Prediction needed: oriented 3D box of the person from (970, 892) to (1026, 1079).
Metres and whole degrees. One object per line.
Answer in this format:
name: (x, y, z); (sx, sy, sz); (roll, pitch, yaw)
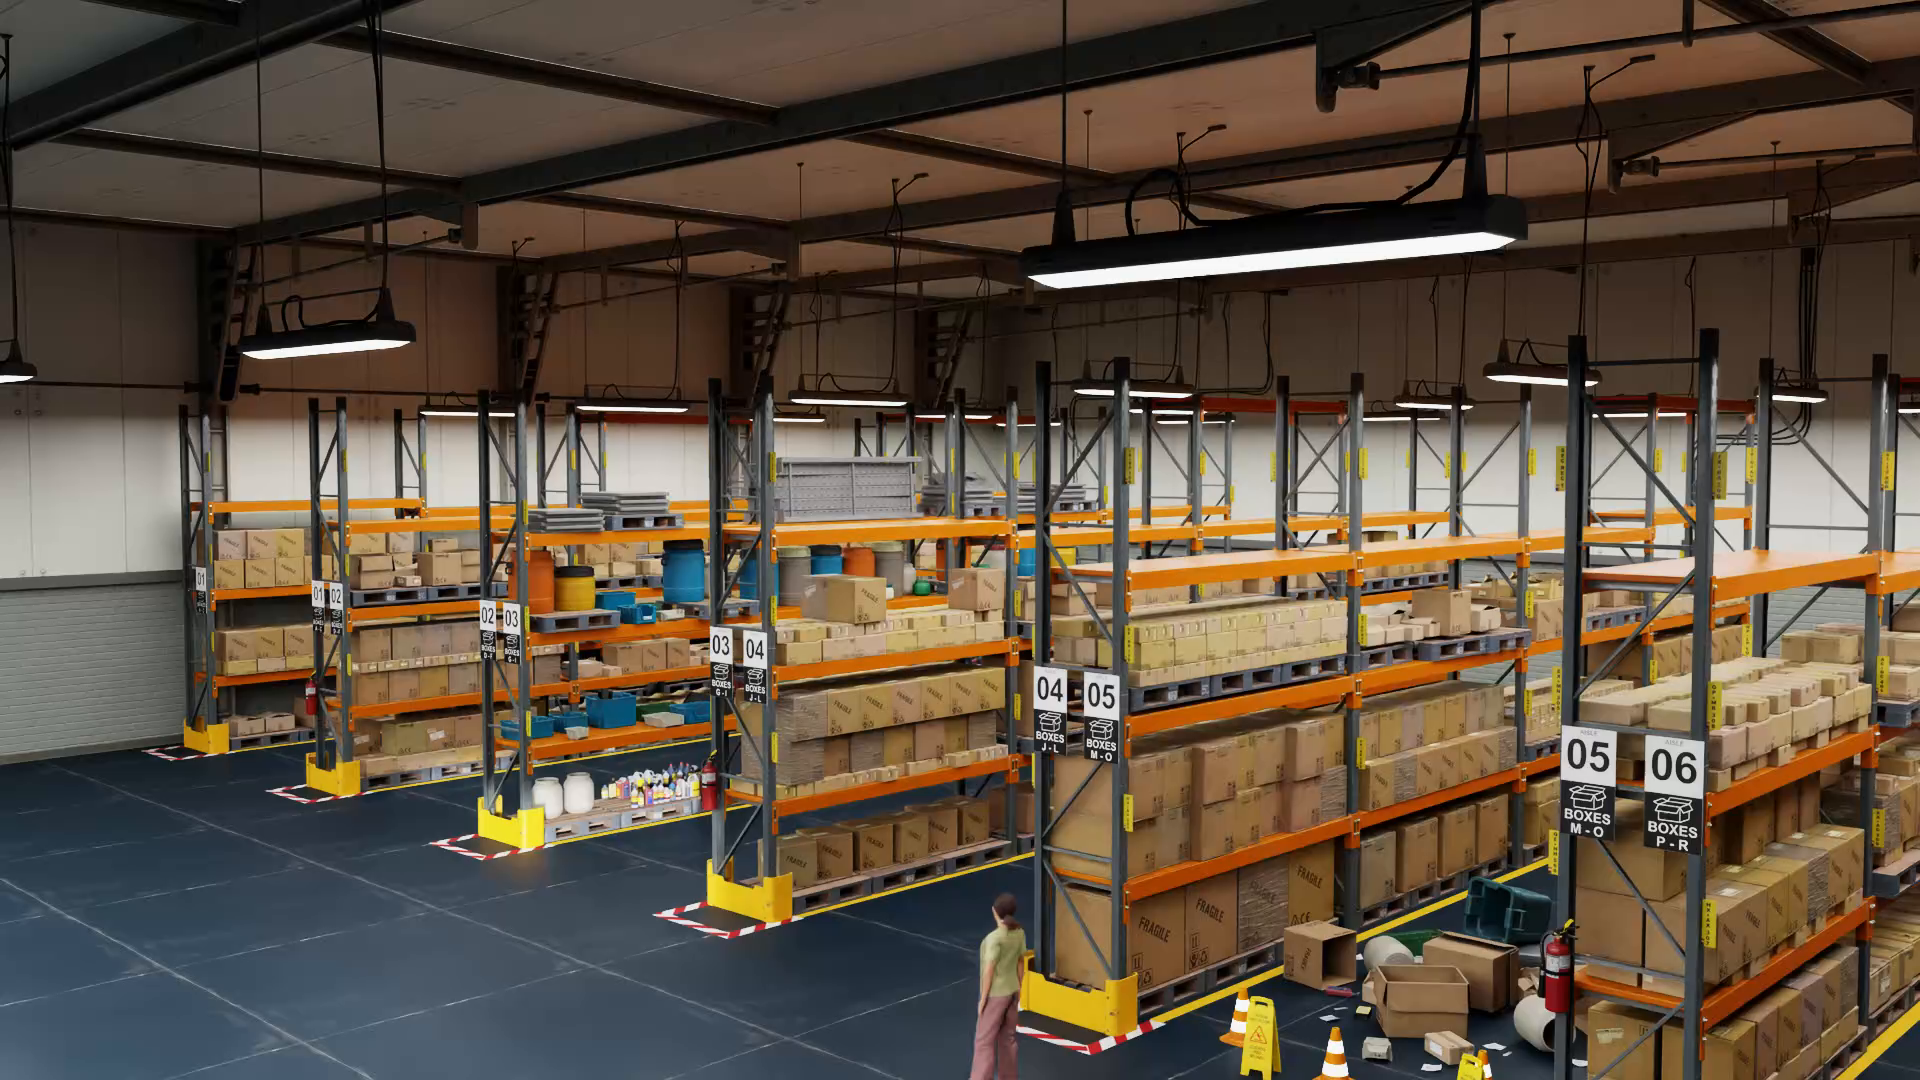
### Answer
person: (0.257, 3.636, 13.214); (0.462, 1.680, 0.525); (2, 3, 27)

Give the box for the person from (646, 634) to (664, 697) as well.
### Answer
person: (-6.057, 2.602, 33.213); (0.514, 1.686, 0.388); (-2, 4, -37)
